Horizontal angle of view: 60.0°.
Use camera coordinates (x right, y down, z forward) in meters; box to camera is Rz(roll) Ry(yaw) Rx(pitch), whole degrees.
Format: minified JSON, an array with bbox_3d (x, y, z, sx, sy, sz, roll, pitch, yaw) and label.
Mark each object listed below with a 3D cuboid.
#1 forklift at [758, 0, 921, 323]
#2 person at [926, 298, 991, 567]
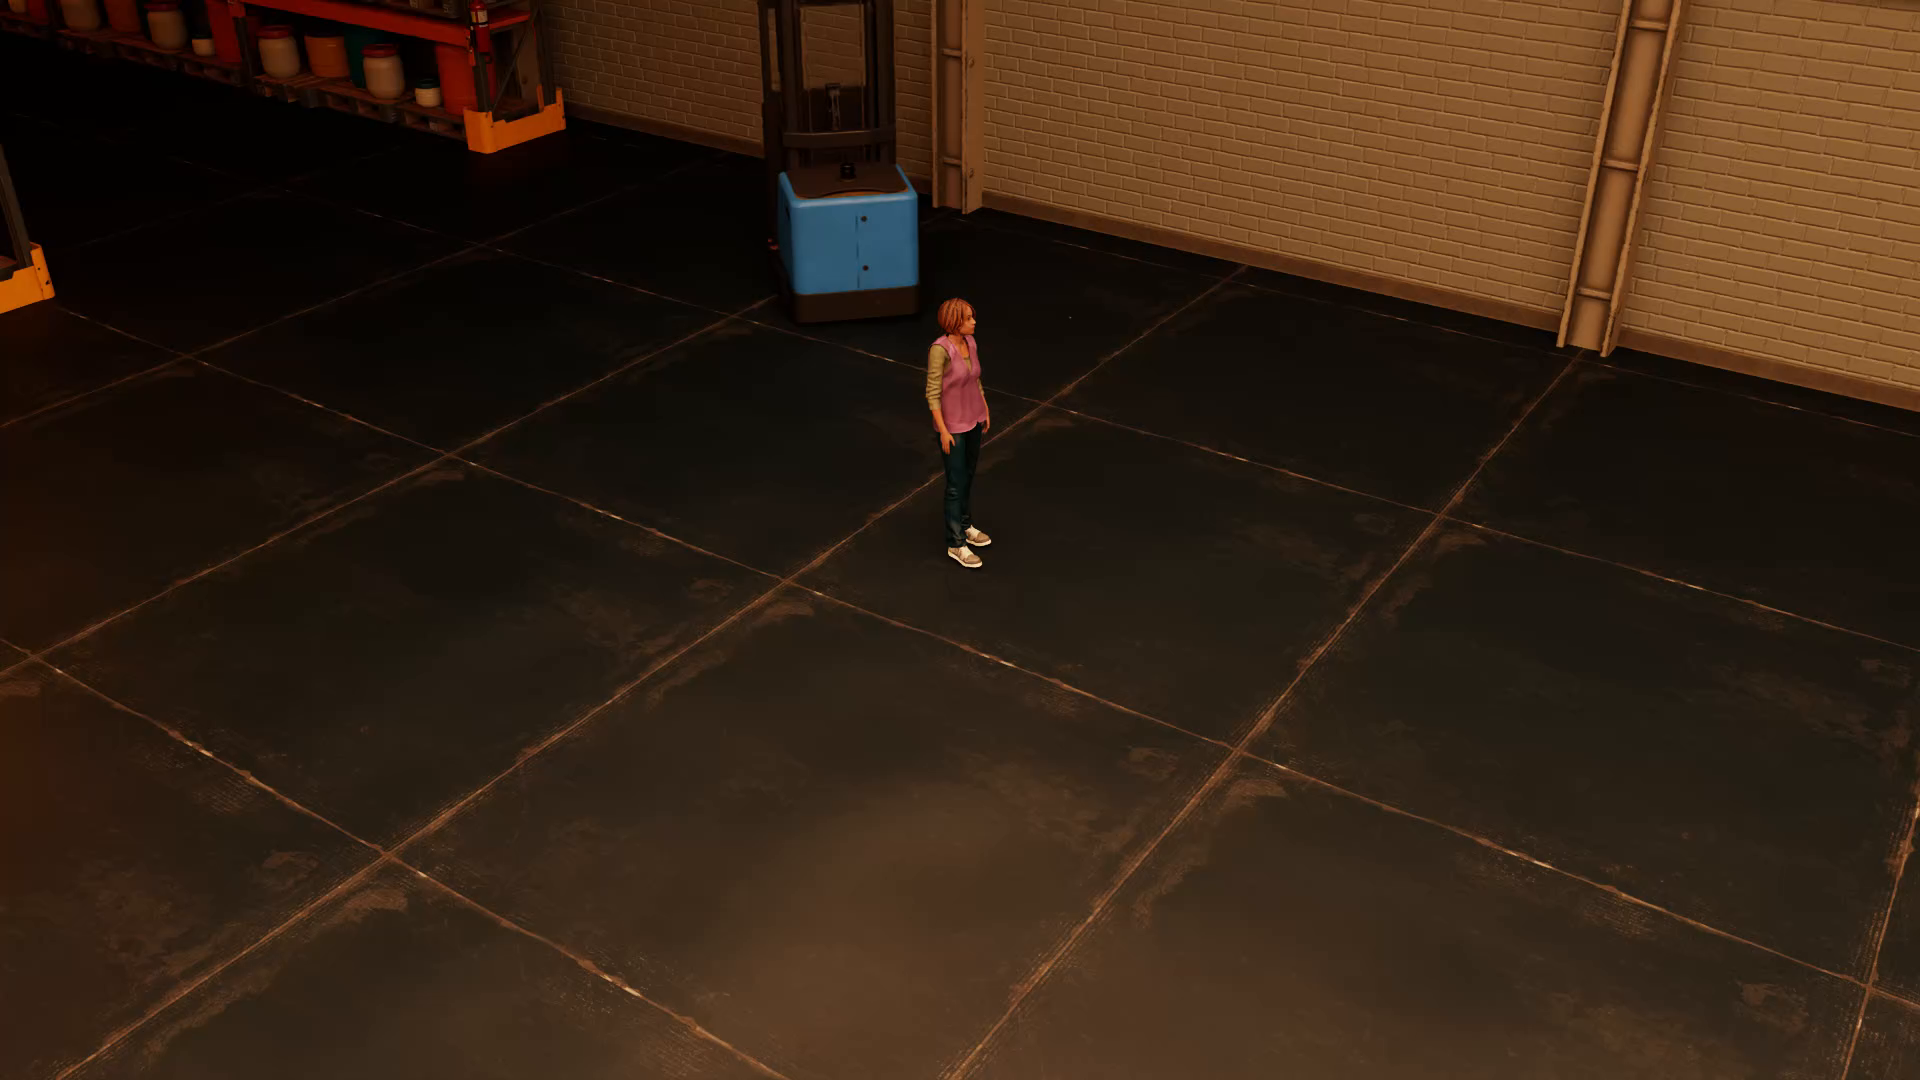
[{"bbox_3d":[-1.134,-3.735,14.013,1.130,2.935,3.031,-6,31,-11],"label":"forklift"},{"bbox_3d":[0.053,-0.670,10.050,0.476,1.596,0.520,19,35,29],"label":"person"}]
